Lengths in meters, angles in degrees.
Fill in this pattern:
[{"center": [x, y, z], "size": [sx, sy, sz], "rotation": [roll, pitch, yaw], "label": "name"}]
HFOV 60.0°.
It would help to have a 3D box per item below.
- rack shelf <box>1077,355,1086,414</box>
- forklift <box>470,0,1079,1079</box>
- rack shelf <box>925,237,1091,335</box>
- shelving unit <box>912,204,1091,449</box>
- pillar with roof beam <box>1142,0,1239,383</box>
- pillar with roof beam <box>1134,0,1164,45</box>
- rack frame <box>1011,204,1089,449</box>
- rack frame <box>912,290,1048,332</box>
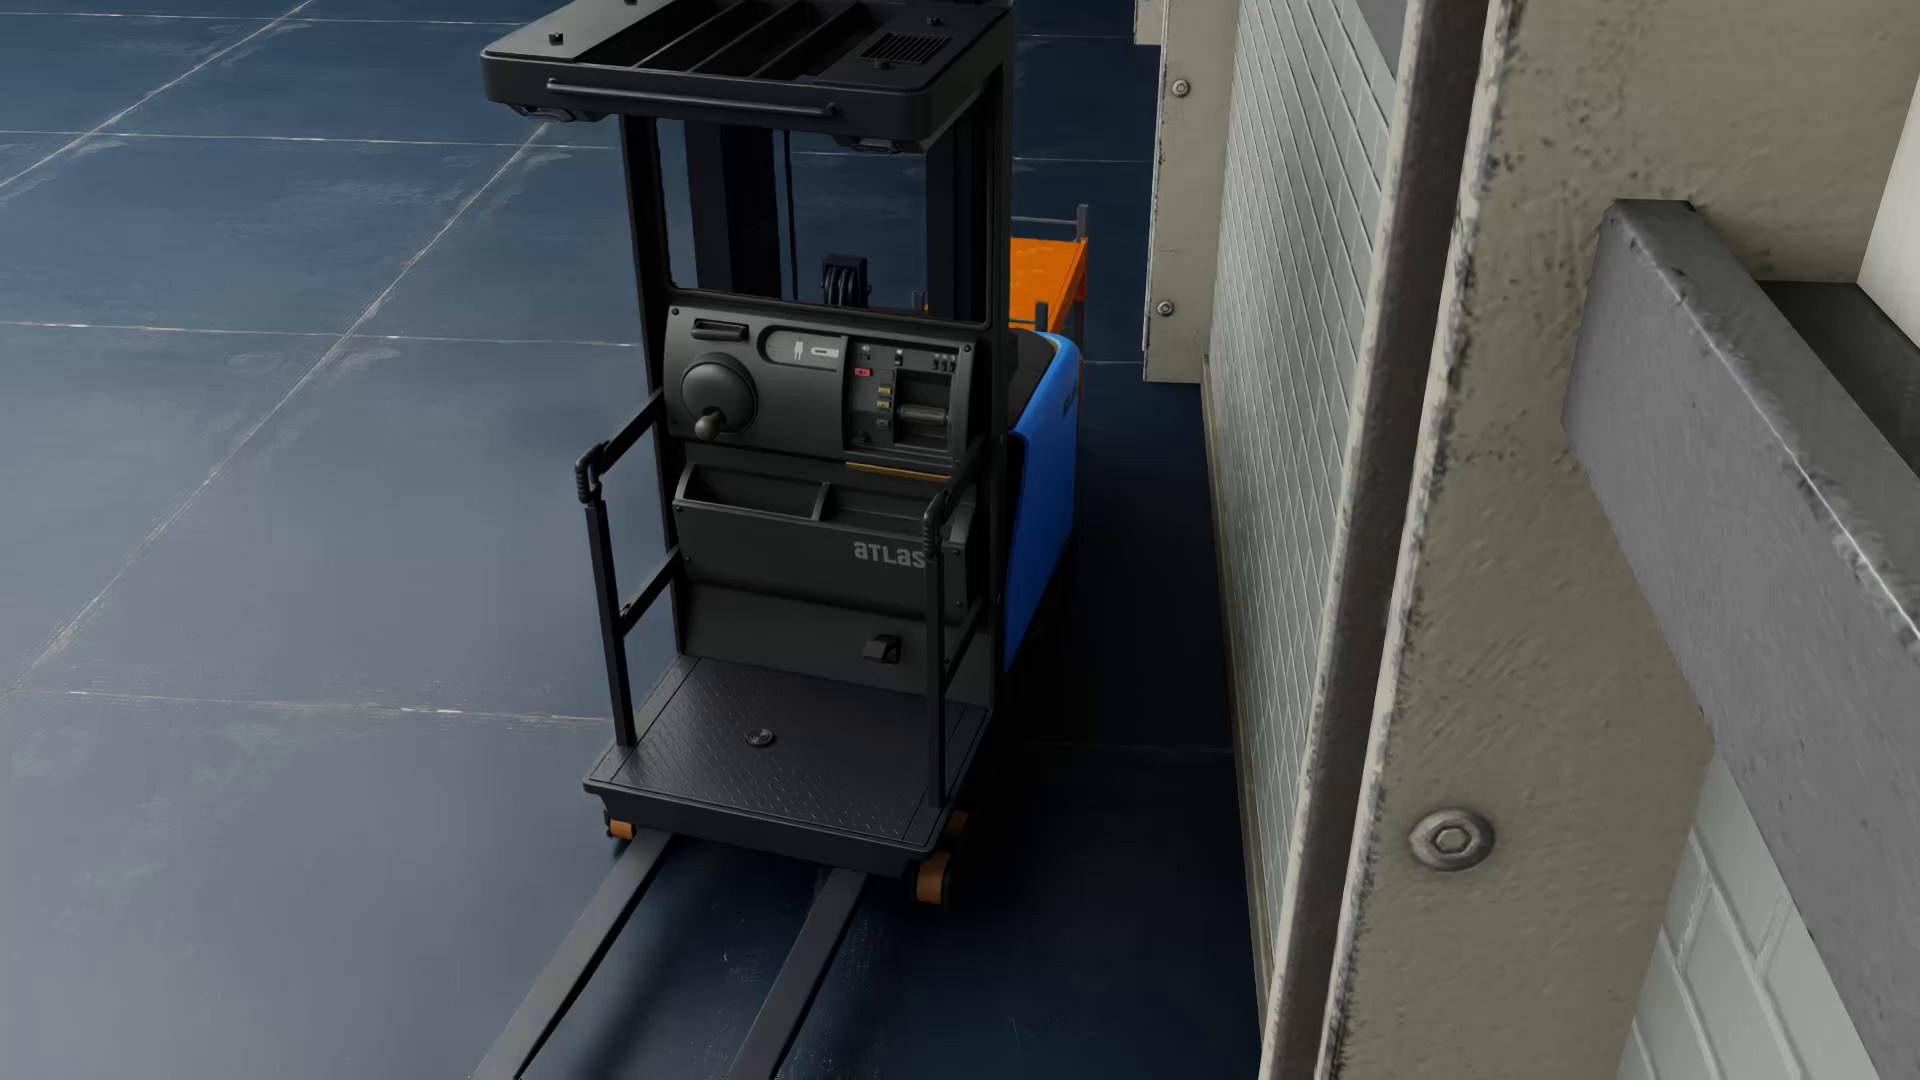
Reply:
[{"center": [0.177, -0.453, 6.878], "size": [0.538, 0.278, 1.000], "rotation": [6, 32, 10], "label": "rack shelf"}, {"center": [-0.468, -0.388, 4.587], "size": [1.130, 2.935, 3.031], "rotation": [9, 33, 14], "label": "forklift"}, {"center": [0.177, -0.910, 6.596], "size": [0.538, 0.278, 1.000], "rotation": [6, 32, 10], "label": "rack shelf"}, {"center": [0.177, -0.661, 6.750], "size": [0.538, 1.125, 1.048], "rotation": [6, 32, 10], "label": "shelving unit"}, {"center": [-3.240, -4.875, 6.083], "size": [9.100, 9.000, 0.400], "rotation": [2, 32, 4], "label": "pillar with roof beam"}, {"center": [-2.751, -8.012, 11.174], "size": [9.100, 9.000, 0.400], "rotation": [2, 32, 4], "label": "pillar with roof beam"}, {"center": [0.283, -0.922, 7.173], "size": [0.500, 1.125, 0.032], "rotation": [6, 32, 10], "label": "rack frame"}, {"center": [0.071, -0.400, 6.327], "size": [0.500, 1.125, 0.032], "rotation": [6, 32, 10], "label": "rack frame"}]
